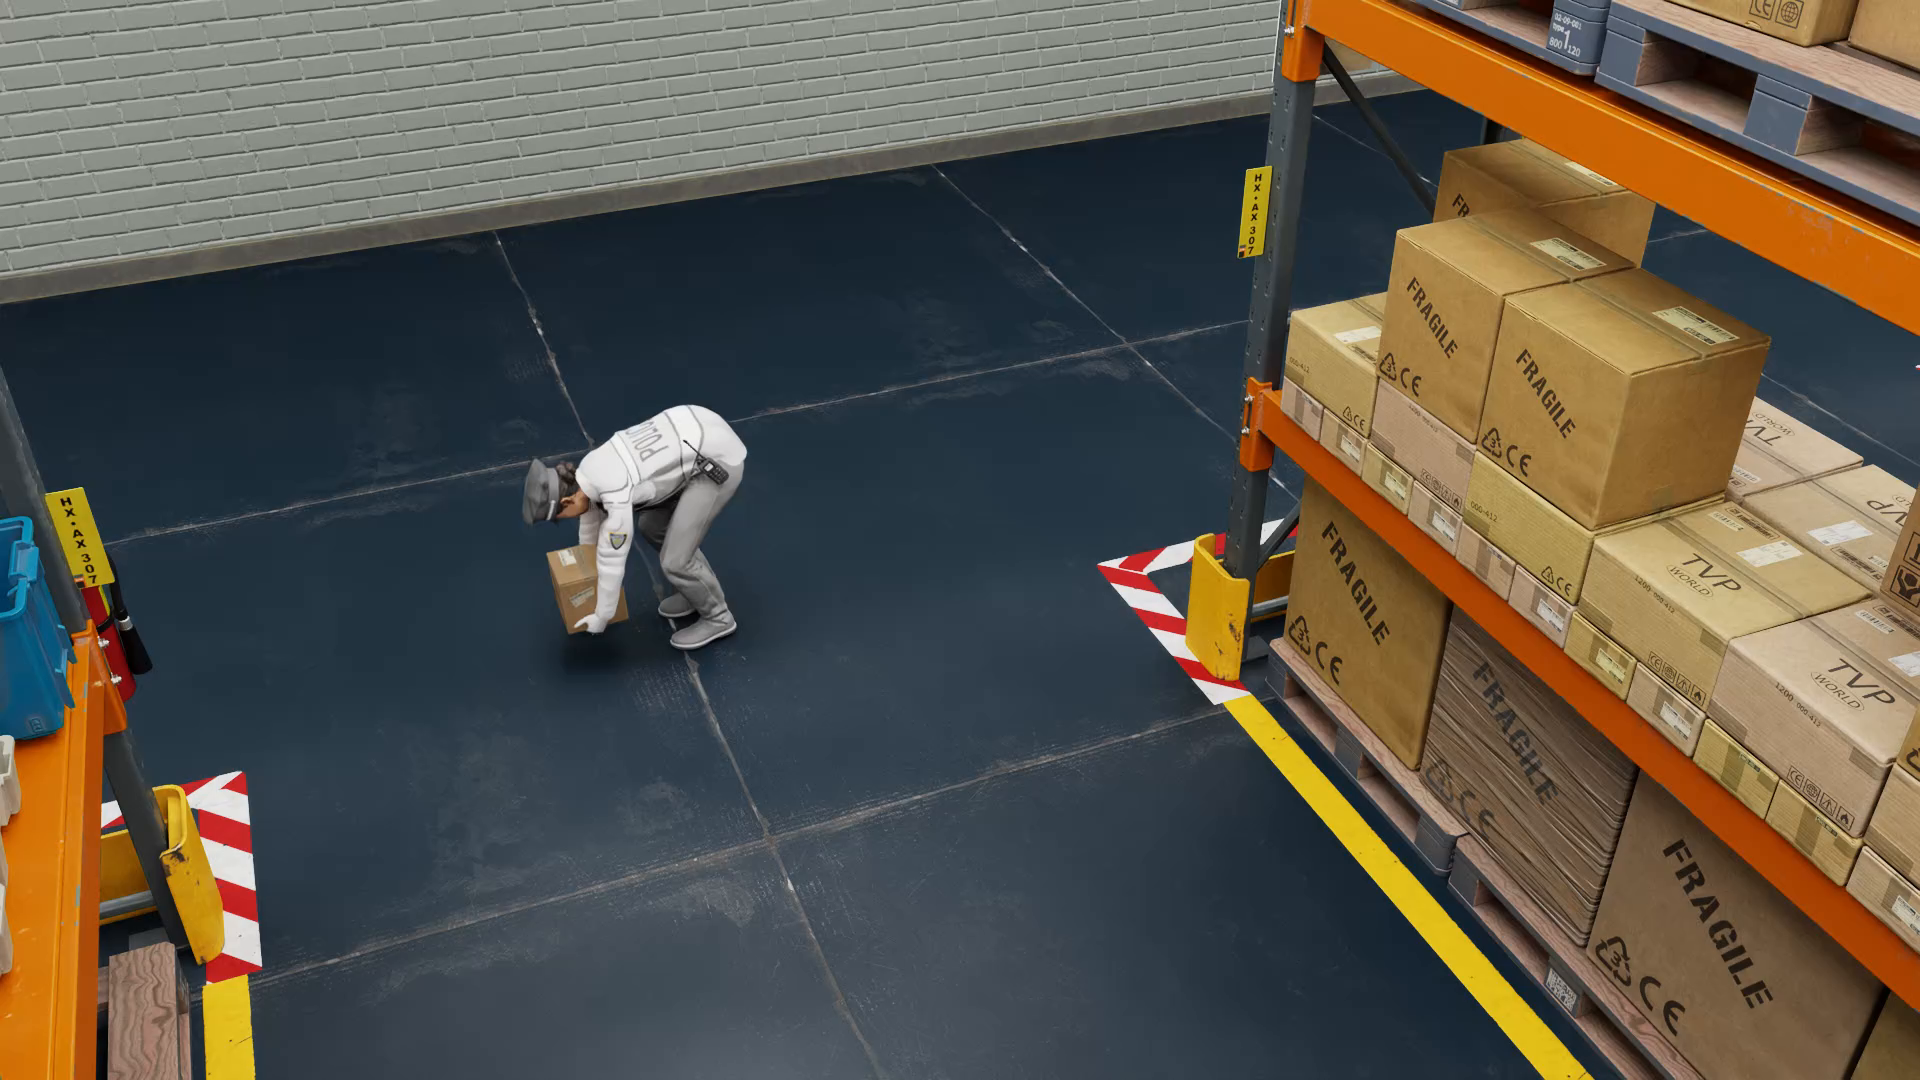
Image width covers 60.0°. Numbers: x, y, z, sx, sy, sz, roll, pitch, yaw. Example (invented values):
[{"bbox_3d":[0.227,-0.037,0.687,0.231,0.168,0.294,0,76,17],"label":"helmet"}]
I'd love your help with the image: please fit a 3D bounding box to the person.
[{"bbox_3d":[-1.299,-0.014,6.768,0.912,0.994,0.436,-15,36,-21],"label":"person"}]
